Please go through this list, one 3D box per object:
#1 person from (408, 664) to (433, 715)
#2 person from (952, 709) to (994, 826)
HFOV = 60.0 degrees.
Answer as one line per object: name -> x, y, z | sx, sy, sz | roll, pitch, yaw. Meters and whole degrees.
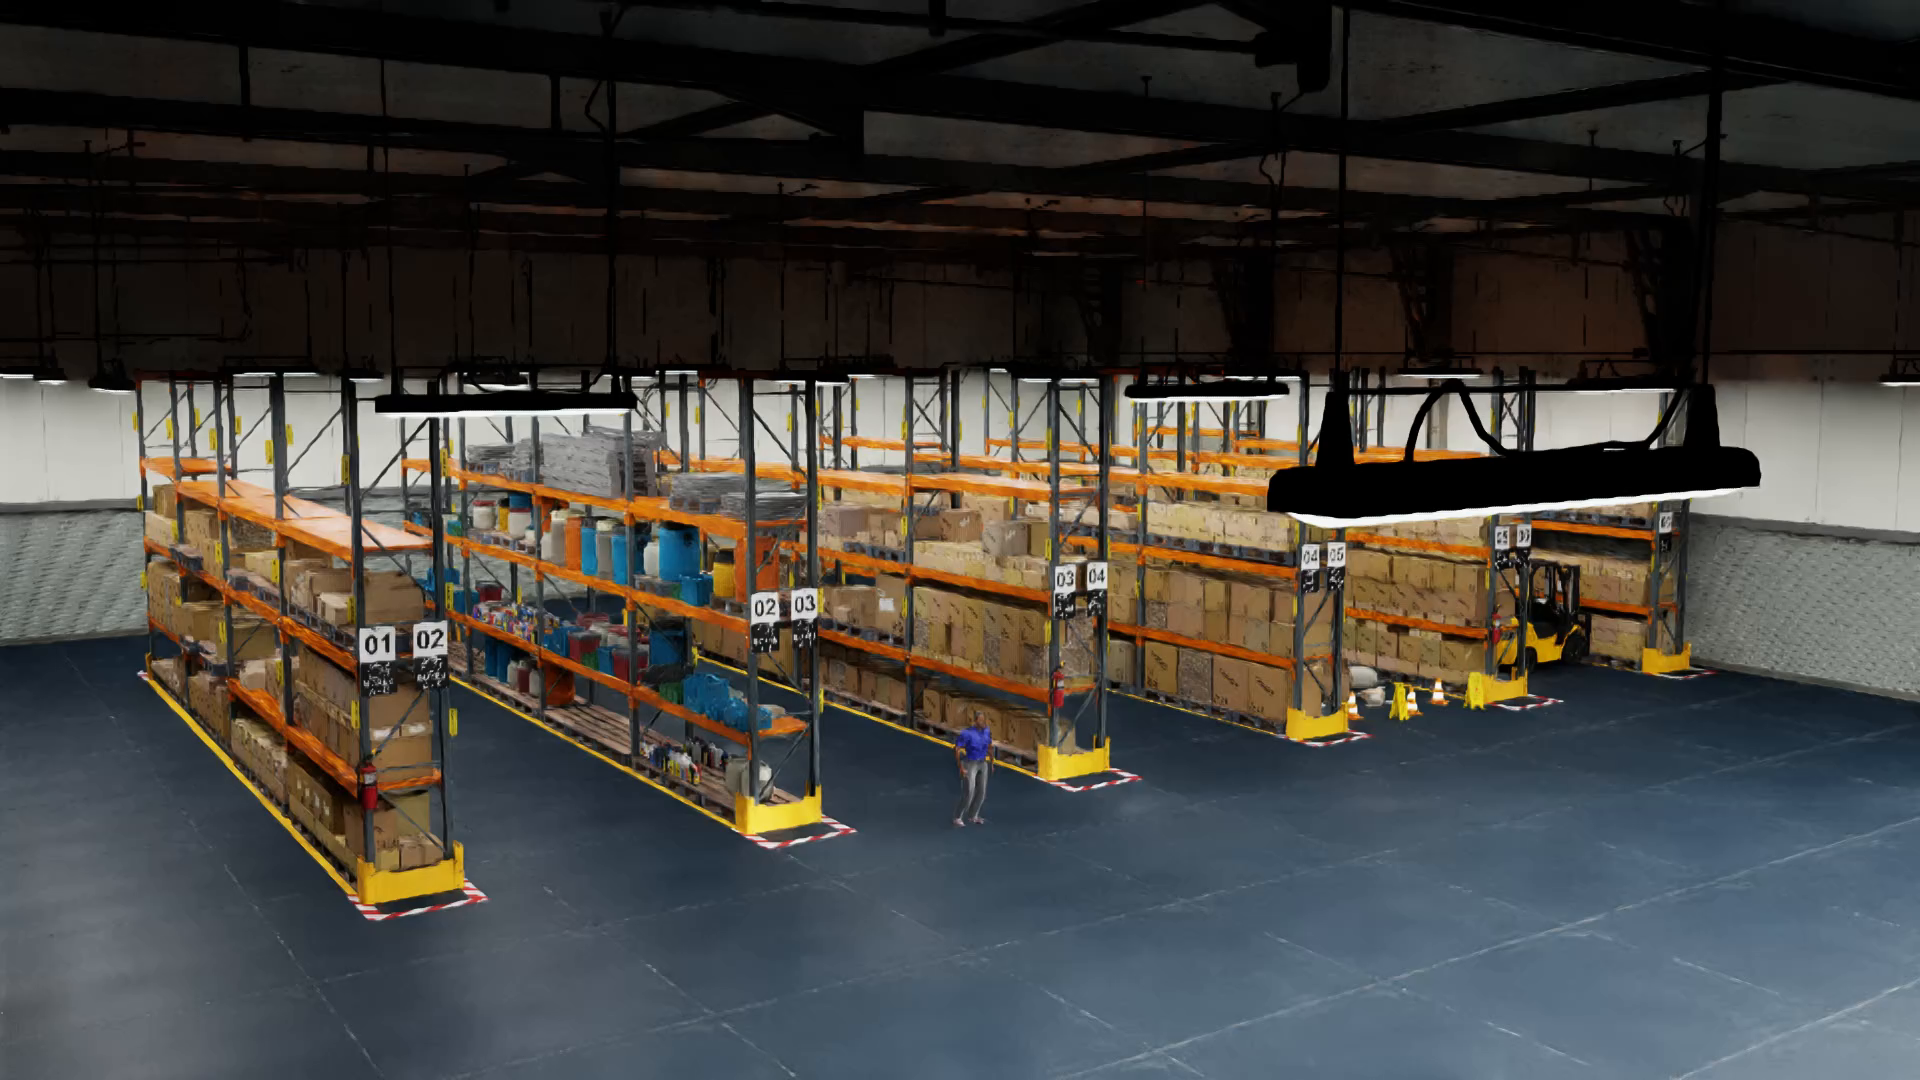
person -> -9.431, 2.210, 29.071 | 0.537, 1.677, 0.416 | 3, 7, 28
person -> 0.181, 3.038, 22.261 | 0.592, 1.598, 0.518 | -5, 8, -35
